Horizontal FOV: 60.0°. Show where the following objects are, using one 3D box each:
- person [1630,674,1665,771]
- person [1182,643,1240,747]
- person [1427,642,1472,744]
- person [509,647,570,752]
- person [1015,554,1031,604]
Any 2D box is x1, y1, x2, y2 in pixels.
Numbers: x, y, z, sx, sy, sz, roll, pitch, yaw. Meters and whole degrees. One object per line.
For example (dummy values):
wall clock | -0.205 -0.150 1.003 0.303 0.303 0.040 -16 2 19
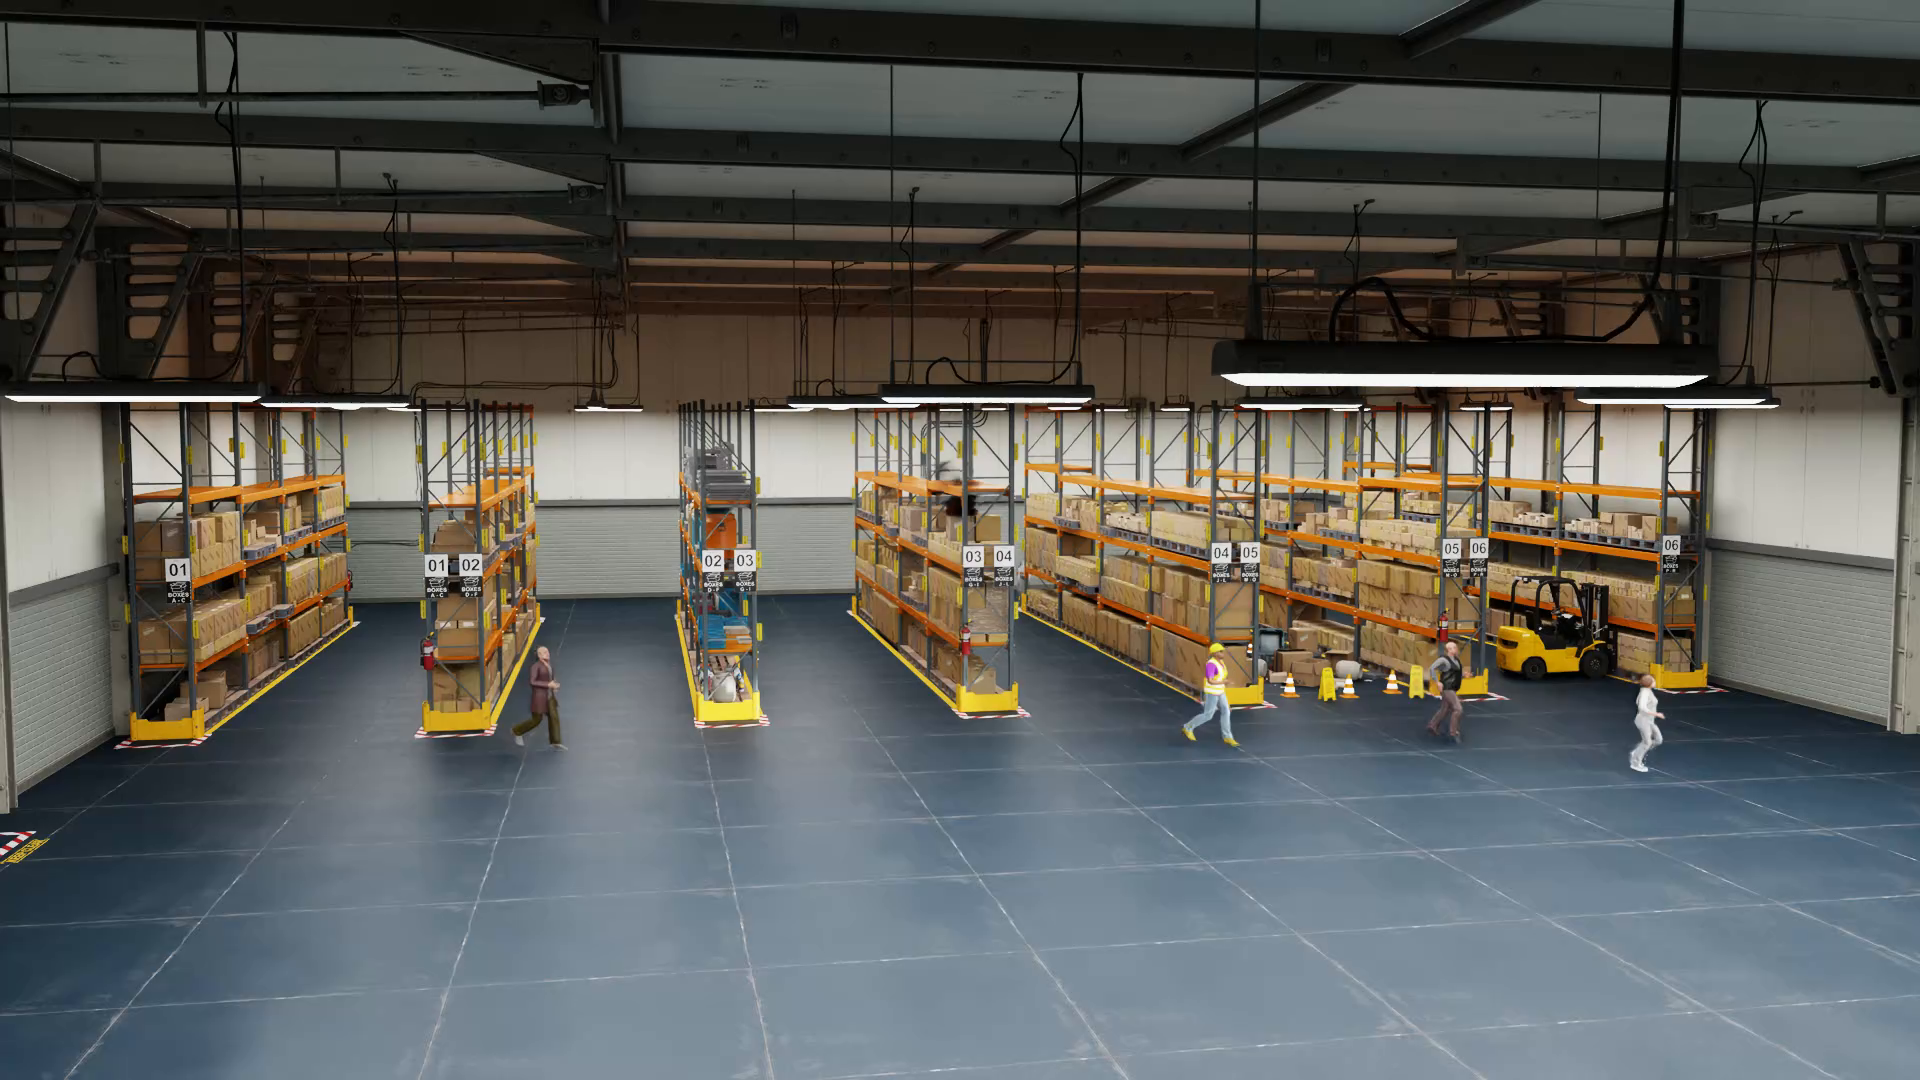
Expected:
person | 11.024 2.929 26.624 0.536 1.564 0.538 3 5 32
person | 4.368 2.667 28.768 0.985 1.782 0.711 2 5 28
person | 8.583 2.674 29.196 0.783 1.780 0.642 3 5 36
person | -7.153 2.700 28.327 1.044 1.793 0.718 1 5 19
person | 1.899 1.162 50.010 0.545 1.642 0.751 1 4 13
